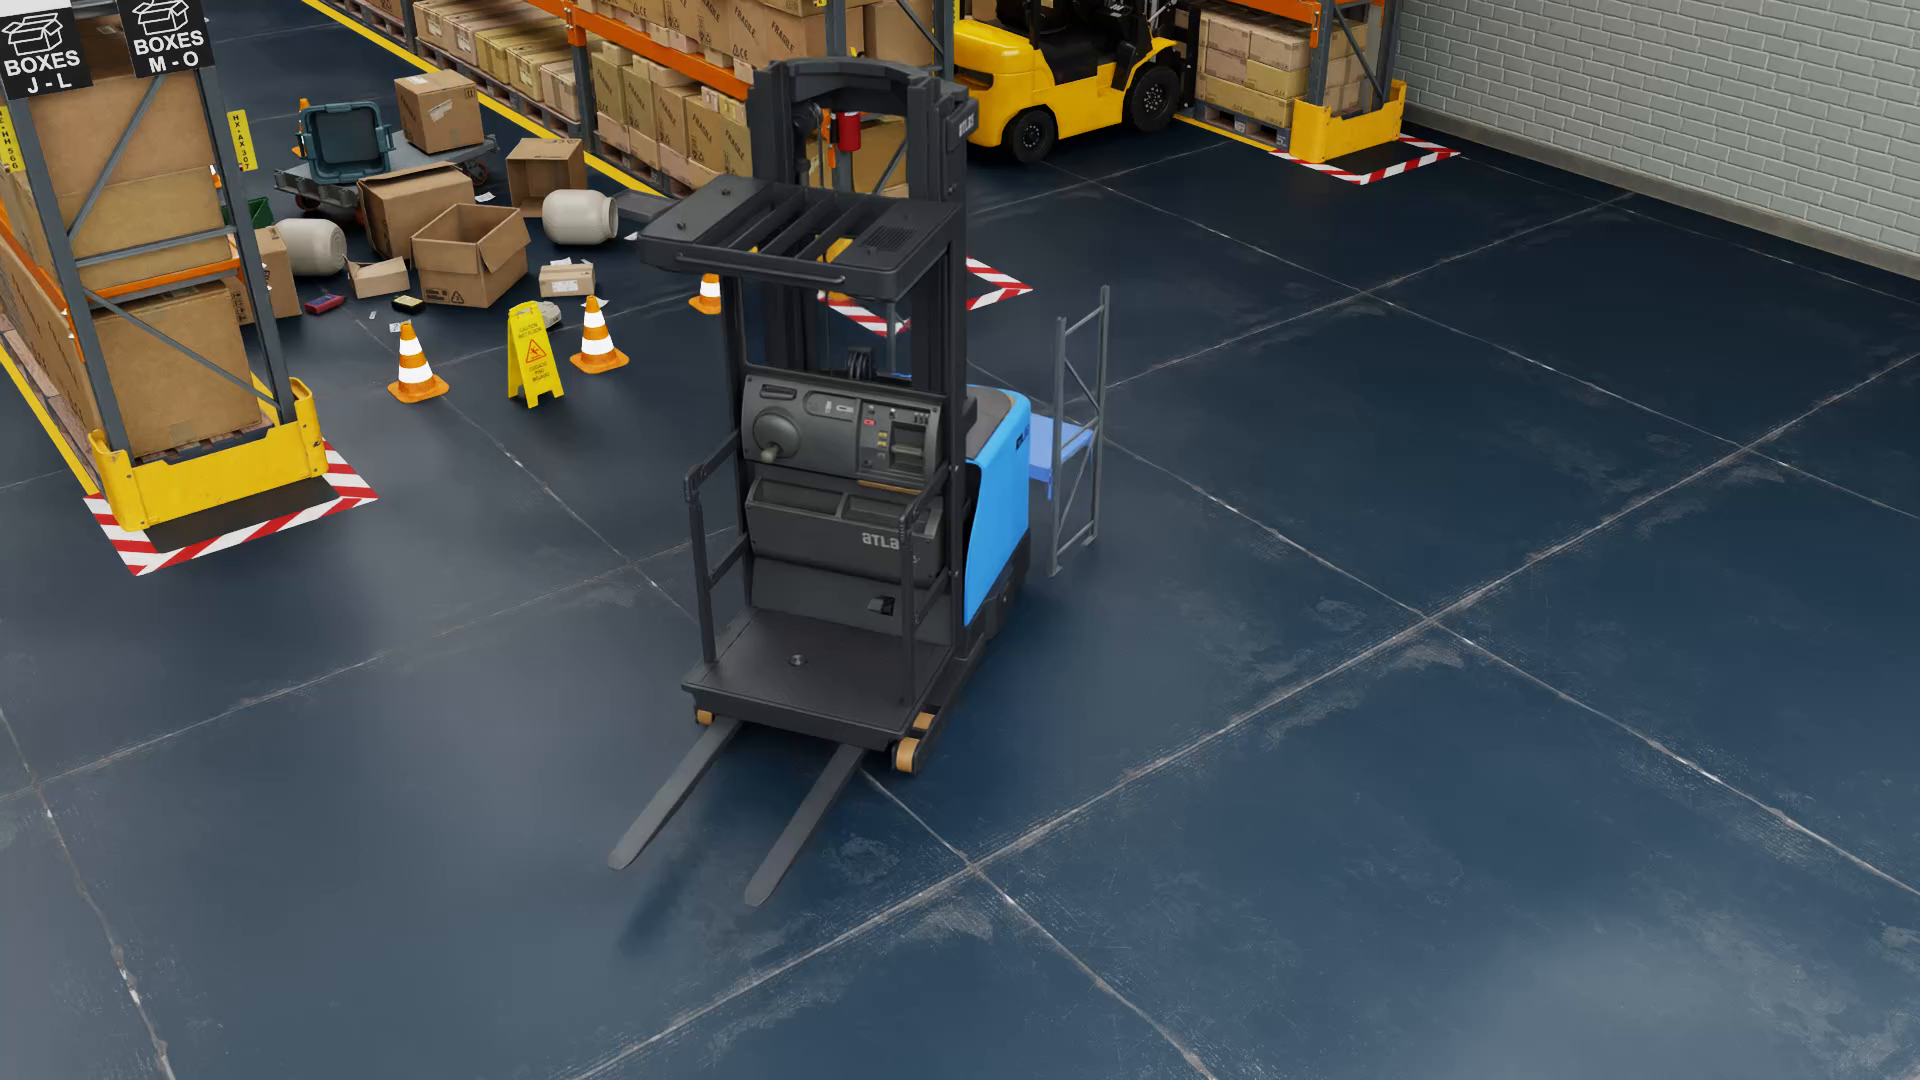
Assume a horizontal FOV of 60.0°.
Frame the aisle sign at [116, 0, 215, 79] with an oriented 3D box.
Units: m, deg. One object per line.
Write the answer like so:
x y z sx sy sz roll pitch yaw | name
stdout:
-4.041 -2.748 8.367 0.394 0.787 0.004 -22 38 -31 | aisle sign

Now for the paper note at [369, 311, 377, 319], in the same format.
-4.171 -1.597 11.813 0.032 0.001 0.123 -4 32 -7 | paper note

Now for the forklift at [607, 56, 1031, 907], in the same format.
-0.601 -0.431 7.166 1.130 2.935 3.031 11 33 17 | forklift

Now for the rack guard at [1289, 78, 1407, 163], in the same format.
3.460 -3.755 14.822 1.175 0.500 0.348 -22 38 -31 | rack guard

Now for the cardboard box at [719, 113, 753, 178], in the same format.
-1.493 -3.014 12.758 0.500 0.500 0.500 -21 37 -30 | cardboard box

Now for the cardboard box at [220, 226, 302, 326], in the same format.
-5.012 -1.867 11.780 0.500 0.500 0.500 -16 35 -23 | cardboard box

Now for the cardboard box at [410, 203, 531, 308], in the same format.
-3.550 -2.072 12.109 0.637 0.503 0.797 6 32 10 | cardboard box

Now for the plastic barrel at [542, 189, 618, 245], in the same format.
-2.936 -2.496 12.868 0.512 0.421 0.421 1 32 2 | plastic barrel

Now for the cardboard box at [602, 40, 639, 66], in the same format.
-2.749 -4.086 13.869 0.380 0.149 0.250 -22 38 -31 | cardboard box

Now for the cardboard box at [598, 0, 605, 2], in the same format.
-2.877 -4.782 13.730 0.500 0.500 0.500 -22 38 -32 | cardboard box

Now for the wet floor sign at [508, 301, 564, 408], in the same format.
-2.740 -1.204 10.578 0.232 0.644 0.267 26 40 35 | wet floor sign

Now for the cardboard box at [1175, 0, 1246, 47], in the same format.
2.281 -4.771 15.349 0.500 0.250 0.500 -22 38 -31 | cardboard box

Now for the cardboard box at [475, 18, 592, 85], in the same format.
-4.121 -4.754 16.154 0.950 0.372 0.625 -21 37 -30 | cardboard box

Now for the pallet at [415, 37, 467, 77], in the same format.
-4.901 -5.043 17.170 1.003 0.211 1.213 -22 38 -31 | pallet

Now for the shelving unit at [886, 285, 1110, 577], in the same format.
0.190 -0.696 8.949 1.048 1.500 0.538 19 36 27 | shelving unit

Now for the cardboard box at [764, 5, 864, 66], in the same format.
-1.024 -3.526 11.707 0.500 0.500 0.500 -23 39 -32 | cardboard box

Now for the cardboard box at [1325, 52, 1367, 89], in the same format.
3.321 -4.313 15.086 0.500 0.250 0.500 -21 38 -31 | cardboard box

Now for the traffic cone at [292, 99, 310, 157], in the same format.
-5.760 -3.670 14.721 0.336 0.463 0.334 -22 38 -31 | traffic cone

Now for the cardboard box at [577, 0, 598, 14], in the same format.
-2.987 -4.545 13.963 0.380 0.149 0.250 -22 38 -32 | cardboard box

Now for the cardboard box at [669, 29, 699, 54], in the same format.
-2.033 -3.913 12.945 0.380 0.149 0.250 -22 38 -32 | cardboard box

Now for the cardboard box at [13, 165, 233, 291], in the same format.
-4.585 -1.780 9.130 0.875 0.550 0.550 -22 38 -31 | cardboard box

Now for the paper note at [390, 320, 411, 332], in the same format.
-3.917 -1.500 11.637 0.144 0.017 0.142 -10 33 -15 | paper note

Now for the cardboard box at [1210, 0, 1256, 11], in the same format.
2.692 -4.943 15.626 0.500 0.250 0.500 -23 38 -32 | cardboard box

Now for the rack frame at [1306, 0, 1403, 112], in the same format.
3.445 -4.827 14.179 1.000 3.000 0.127 -22 38 -31 | rack frame

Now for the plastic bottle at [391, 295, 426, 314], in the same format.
-3.976 -1.694 11.920 0.283 0.061 0.133 18 36 27 | plastic bottle

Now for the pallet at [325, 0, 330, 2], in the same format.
-7.299 -6.739 19.900 1.003 0.211 1.213 -22 38 -31 | pallet

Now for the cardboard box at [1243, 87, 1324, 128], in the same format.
2.907 -3.931 14.944 0.500 0.250 0.500 -22 38 -31 | cardboard box

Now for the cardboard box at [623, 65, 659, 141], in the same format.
-2.440 -3.663 13.802 0.500 0.500 0.500 -21 37 -30 | cardboard box

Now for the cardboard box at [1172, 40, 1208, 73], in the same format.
2.267 -4.572 15.503 0.500 0.250 0.500 -23 39 -32 | cardboard box

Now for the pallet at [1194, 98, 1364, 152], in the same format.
2.943 -3.948 15.406 1.003 0.211 1.213 -22 38 -31 | pallet

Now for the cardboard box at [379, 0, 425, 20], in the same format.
-5.737 -6.144 17.916 0.875 0.875 0.875 -23 38 -32 | cardboard box

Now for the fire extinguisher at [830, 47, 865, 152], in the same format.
-0.767 -2.990 11.294 0.296 0.674 0.183 -22 38 -31 | fire extinguisher

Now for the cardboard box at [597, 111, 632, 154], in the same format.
-2.778 -3.564 14.353 0.500 0.250 0.500 -24 39 -33 | cardboard box

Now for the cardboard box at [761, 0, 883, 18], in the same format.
-0.959 -3.955 11.451 0.700 0.500 0.500 -23 39 -33 | cardboard box

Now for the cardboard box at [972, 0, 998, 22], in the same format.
0.663 -5.878 17.723 0.875 0.625 0.625 -20 37 -29 | cardboard box

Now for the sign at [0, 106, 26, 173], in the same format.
-4.759 -1.999 8.303 0.100 0.325 0.005 -22 38 -31 | sign

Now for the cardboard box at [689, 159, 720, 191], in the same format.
-1.818 -2.915 13.308 0.500 0.250 0.500 -24 39 -33 | cardboard box

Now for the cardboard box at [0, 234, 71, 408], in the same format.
-5.331 -1.479 10.404 0.875 0.875 0.875 -23 39 -32 | cardboard box

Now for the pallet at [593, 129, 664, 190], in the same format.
-2.487 -3.434 14.578 1.003 0.211 1.213 -22 38 -31 | pallet

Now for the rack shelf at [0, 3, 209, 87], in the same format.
-5.548 -3.378 9.685 1.077 0.370 4.000 -22 38 -31 | rack shelf

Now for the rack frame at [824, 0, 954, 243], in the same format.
-0.474 -3.220 11.591 1.000 3.000 0.127 -22 38 -31 | rack frame

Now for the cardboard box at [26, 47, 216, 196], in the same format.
-4.519 -2.266 8.889 0.875 0.550 0.550 -22 38 -31 | cardboard box

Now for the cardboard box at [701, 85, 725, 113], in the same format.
-1.761 -3.421 12.798 0.380 0.149 0.250 -21 37 -29 | cardboard box

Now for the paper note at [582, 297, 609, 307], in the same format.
-2.626 -1.708 11.972 0.142 0.019 0.148 18 36 27 | paper note

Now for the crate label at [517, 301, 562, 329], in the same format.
-2.956 -1.572 11.652 0.298 0.136 0.250 12 34 19 | crate label

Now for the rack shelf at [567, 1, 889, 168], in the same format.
-1.700 -3.748 13.123 1.077 0.370 4.000 -22 38 -31 | rack shelf

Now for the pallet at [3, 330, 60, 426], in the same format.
-5.618 -1.207 10.994 1.003 0.211 1.213 -22 38 -31 | pallet

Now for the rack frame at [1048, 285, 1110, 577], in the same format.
0.619 -0.552 8.717 0.032 1.500 0.500 19 36 27 | rack frame

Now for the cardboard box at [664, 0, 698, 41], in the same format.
-1.927 -4.163 12.733 0.500 0.500 0.500 -22 38 -31 | cardboard box

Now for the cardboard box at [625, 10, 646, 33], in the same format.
-2.480 -4.241 13.474 0.380 0.149 0.250 -21 38 -30 | cardboard box
